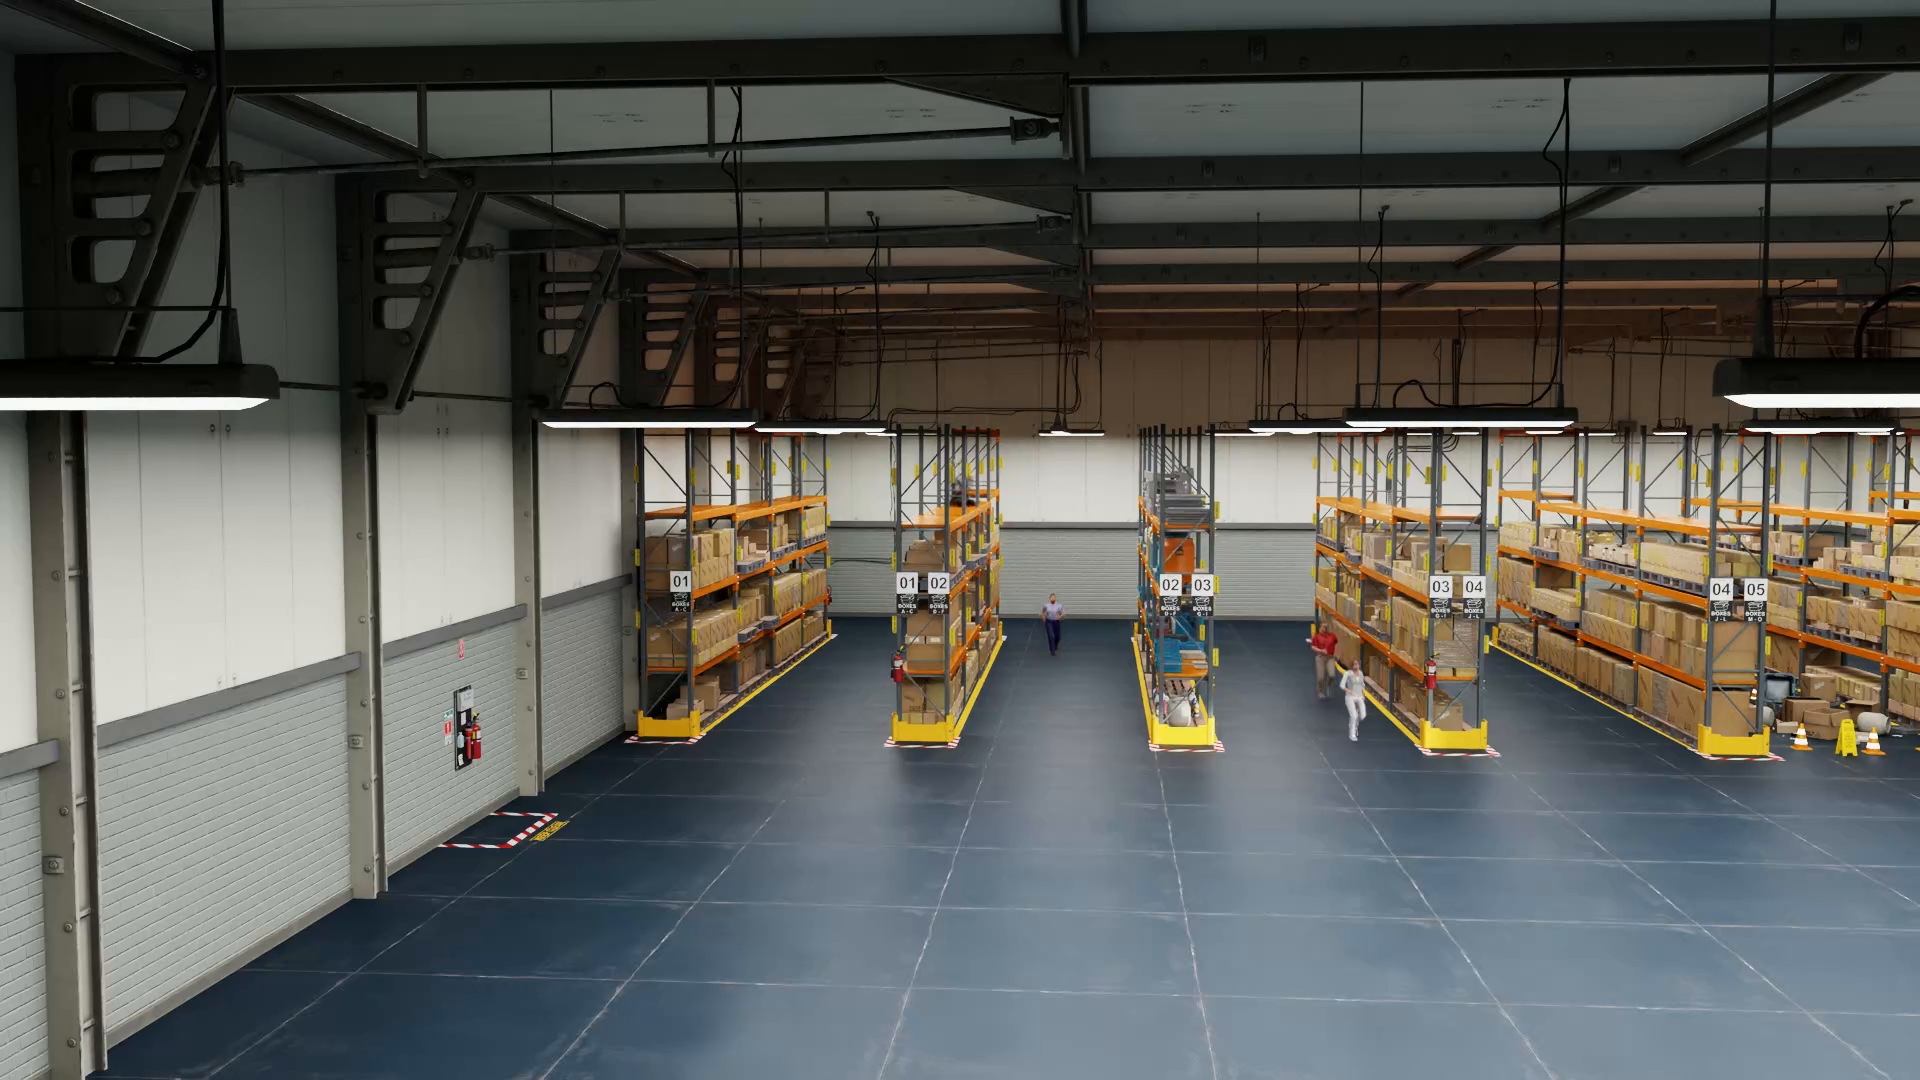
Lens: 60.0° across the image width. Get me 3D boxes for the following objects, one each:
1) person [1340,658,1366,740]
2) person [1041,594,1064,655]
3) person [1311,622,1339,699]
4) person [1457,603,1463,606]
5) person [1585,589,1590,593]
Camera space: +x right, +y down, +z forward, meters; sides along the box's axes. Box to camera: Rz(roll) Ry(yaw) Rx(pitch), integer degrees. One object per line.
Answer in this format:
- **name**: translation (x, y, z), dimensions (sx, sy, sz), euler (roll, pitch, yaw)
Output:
- **person**: translation (7.469, 3.023, 31.533), dimensions (0.543, 1.566, 0.530), euler (-1, 4, -15)
- **person**: translation (2.463, 2.233, 44.118), dimensions (0.609, 1.610, 0.656), euler (0, 3, 0)
- **person**: translation (8.022, 2.646, 36.462), dimensions (0.646, 1.691, 0.648), euler (0, 3, 0)
- **person**: translation (13.503, 2.181, 44.951), dimensions (0.656, 1.658, 0.649), euler (1, 4, 8)
- **person**: translation (16.653, 2.155, 44.220), dimensions (0.650, 1.740, 0.577), euler (0, 3, -2)
